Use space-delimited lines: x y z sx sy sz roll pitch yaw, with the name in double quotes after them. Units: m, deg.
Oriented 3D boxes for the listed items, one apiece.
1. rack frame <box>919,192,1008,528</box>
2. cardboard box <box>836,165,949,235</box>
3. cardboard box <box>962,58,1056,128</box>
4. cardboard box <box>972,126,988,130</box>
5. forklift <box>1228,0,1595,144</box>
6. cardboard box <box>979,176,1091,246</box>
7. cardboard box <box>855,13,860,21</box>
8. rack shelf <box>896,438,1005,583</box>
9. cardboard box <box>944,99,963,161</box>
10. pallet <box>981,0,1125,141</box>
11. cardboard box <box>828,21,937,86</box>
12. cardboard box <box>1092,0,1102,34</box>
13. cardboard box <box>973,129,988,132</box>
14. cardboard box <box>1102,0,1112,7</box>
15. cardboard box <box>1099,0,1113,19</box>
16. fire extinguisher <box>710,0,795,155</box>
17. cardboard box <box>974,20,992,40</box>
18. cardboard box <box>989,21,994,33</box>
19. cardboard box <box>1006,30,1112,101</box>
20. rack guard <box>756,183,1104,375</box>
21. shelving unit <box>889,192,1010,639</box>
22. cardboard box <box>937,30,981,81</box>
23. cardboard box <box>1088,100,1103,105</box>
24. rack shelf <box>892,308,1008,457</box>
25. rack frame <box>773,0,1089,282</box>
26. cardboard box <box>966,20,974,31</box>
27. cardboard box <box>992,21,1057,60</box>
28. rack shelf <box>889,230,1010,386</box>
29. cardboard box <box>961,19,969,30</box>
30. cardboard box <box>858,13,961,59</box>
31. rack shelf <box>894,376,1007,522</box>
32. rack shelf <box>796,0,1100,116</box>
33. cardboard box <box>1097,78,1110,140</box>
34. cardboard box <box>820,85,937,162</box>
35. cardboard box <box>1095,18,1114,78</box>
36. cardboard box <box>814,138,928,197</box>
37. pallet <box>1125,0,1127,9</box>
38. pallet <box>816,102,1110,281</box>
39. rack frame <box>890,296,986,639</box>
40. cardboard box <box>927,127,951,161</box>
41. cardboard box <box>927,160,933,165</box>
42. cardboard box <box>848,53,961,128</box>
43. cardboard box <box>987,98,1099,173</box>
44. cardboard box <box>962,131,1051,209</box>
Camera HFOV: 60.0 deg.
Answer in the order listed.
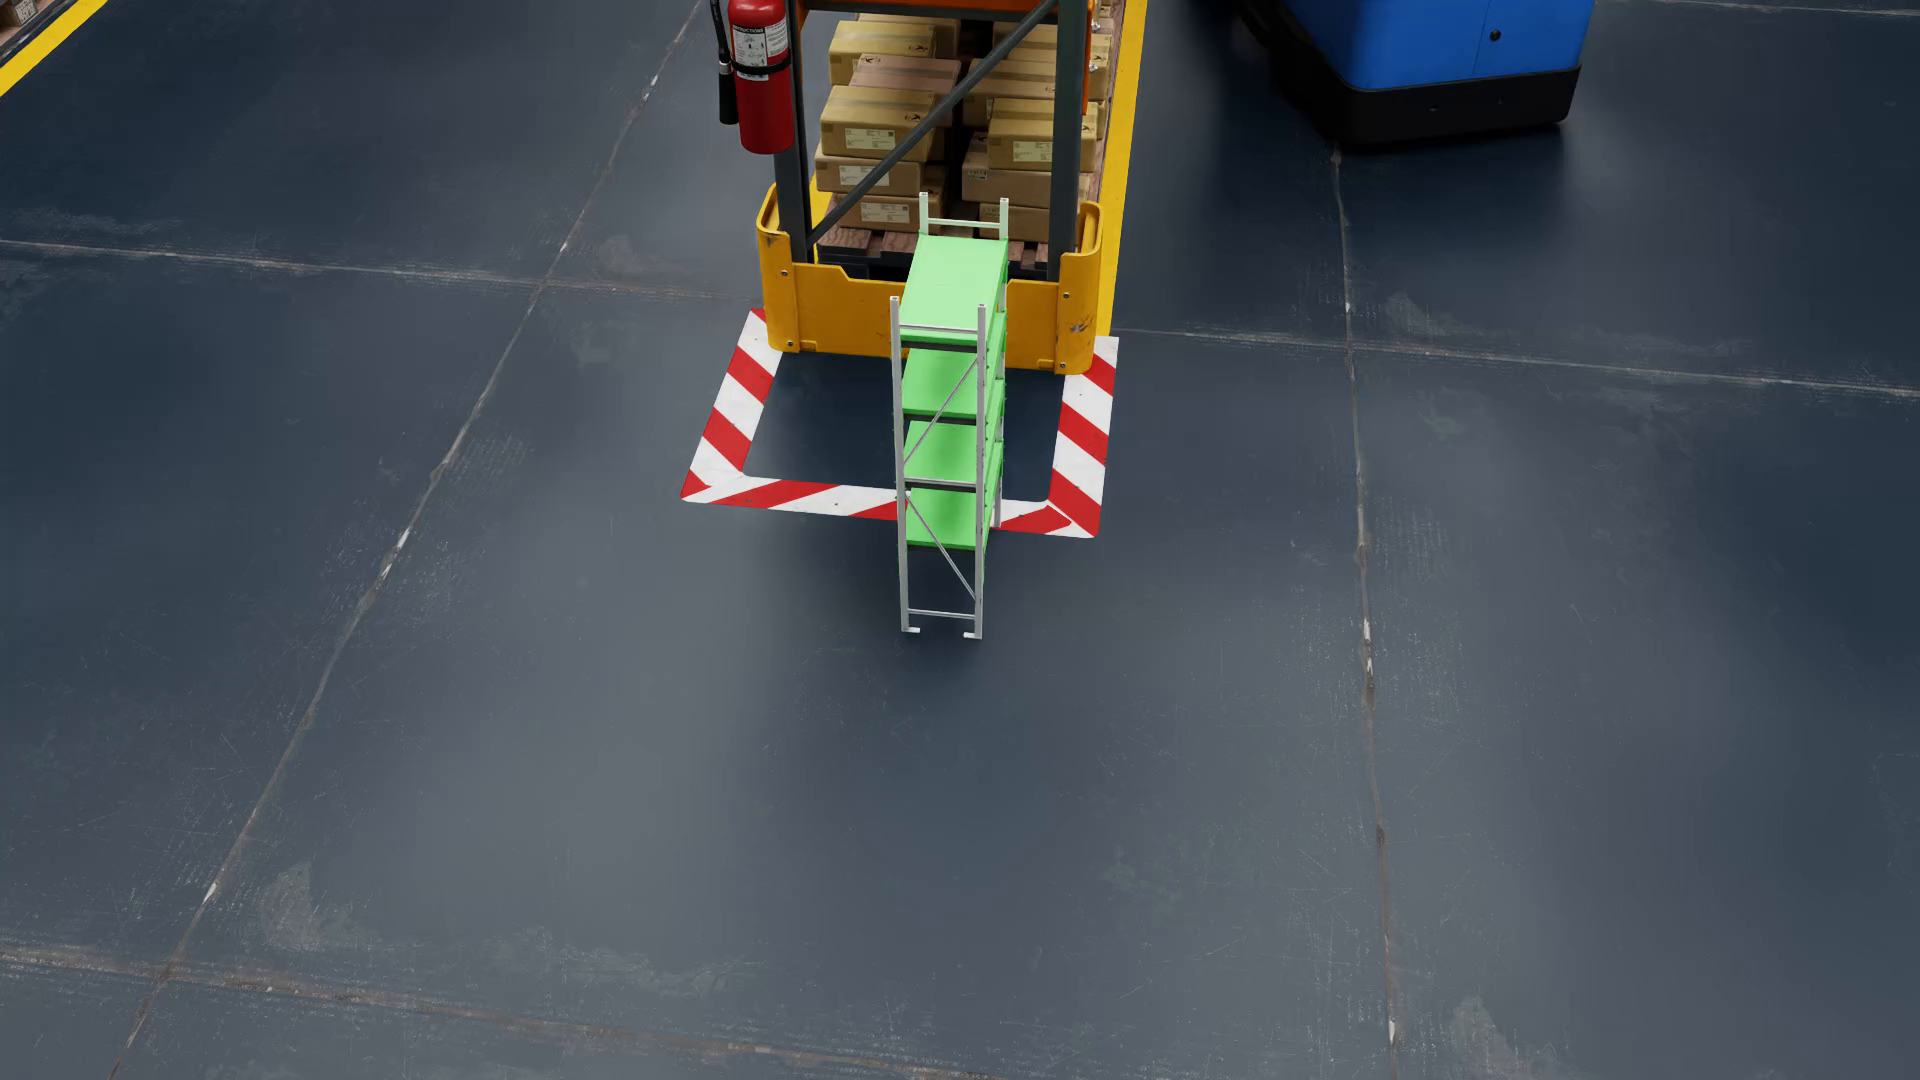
0.010 -0.489 4.894 0.240 1.200 0.015 5 44 6 "rack frame"
-0.247 -1.278 6.186 0.380 0.149 0.250 6 44 6 "cardboard box"
0.214 -1.641 6.137 0.380 0.149 0.250 6 44 6 "cardboard box"
0.251 -1.698 6.414 0.380 0.149 0.250 6 44 6 "cardboard box"
1.780 -3.728 7.055 1.130 2.935 3.031 -8 44 -9 "forklift"
0.277 -1.228 6.134 0.380 0.149 0.250 6 44 6 "cardboard box"
-0.215 -2.213 6.741 0.380 0.149 0.250 7 44 7 "cardboard box"
-0.022 -0.102 4.927 0.258 0.148 0.480 5 44 6 "rack shelf"
-0.193 -1.635 6.563 0.380 0.149 0.250 5 44 5 "cardboard box"
0.207 -2.202 7.422 1.003 0.211 1.213 5 44 6 "pallet"
-0.292 -1.854 6.362 0.380 0.149 0.250 4 44 5 "cardboard box"
0.371 -2.166 6.691 0.380 0.149 0.250 7 44 7 "cardboard box"
0.257 -1.584 6.509 0.380 0.149 0.250 6 44 6 "cardboard box"
0.451 -2.341 6.876 0.380 0.149 0.250 6 44 6 "cardboard box"
0.468 -2.284 7.248 0.380 0.149 0.250 5 44 6 "cardboard box"
-0.600 -1.490 4.969 0.296 0.674 0.183 5 44 6 "fire extinguisher"
-0.038 -2.333 7.301 0.380 0.149 0.250 6 44 7 "cardboard box"
0.328 -2.241 6.987 0.380 0.149 0.250 7 44 8 "cardboard box"
0.374 -1.801 6.306 0.380 0.149 0.250 5 44 5 "cardboard box"
-0.099 -0.927 5.865 1.175 0.500 0.348 5 44 6 "rack guard"
-0.022 -0.323 4.718 0.258 1.200 0.503 5 44 6 "shelving unit"
-0.118 -1.922 6.650 0.380 0.149 0.250 5 44 5 "cardboard box"
0.393 -1.863 6.588 0.380 0.149 0.250 7 44 7 "cardboard box"
-0.022 -0.451 4.597 0.258 0.148 0.480 5 44 6 "rack shelf"
-0.109 -1.783 4.951 1.000 3.000 0.127 5 44 6 "rack frame"
-0.145 -2.168 7.126 0.380 0.149 0.250 6 44 6 "cardboard box"
0.325 -1.978 6.493 0.380 0.149 0.250 3 44 3 "cardboard box"
-0.022 -0.625 4.432 0.258 0.148 0.480 5 44 6 "rack shelf"
-0.148 -2.275 7.023 0.380 0.149 0.250 7 44 8 "cardboard box"
-0.195 -2.025 6.542 0.380 0.149 0.250 4 44 4 "cardboard box"
-0.022 -0.276 4.762 0.258 0.148 0.480 5 44 6 "rack shelf"
0.155 -2.885 6.638 1.077 0.370 4.000 5 44 6 "rack shelf"
0.399 -1.748 6.683 0.380 0.149 0.250 6 44 6 "cardboard box"
-0.291 -1.500 5.988 0.380 0.149 0.250 6 44 6 "cardboard box"
0.457 -2.093 7.046 0.380 0.149 0.250 3 44 3 "cardboard box"
-0.323 -1.394 6.092 0.380 0.149 0.250 4 44 4 "cardboard box"
0.366 -3.036 8.302 1.003 0.211 1.213 5 44 6 "pallet"
0.043 -1.373 6.546 1.003 0.211 1.213 5 44 6 "pallet"
-0.054 -0.156 4.543 0.240 1.200 0.015 5 44 6 "rack frame"
-0.235 -1.567 6.275 0.380 0.149 0.250 4 44 5 "cardboard box"
-0.313 -1.462 6.381 0.380 0.149 0.250 6 44 7 "cardboard box"
-0.201 -1.666 6.163 0.380 0.149 0.250 6 44 6 "cardboard box"
0.297 -1.442 5.927 0.380 0.149 0.250 3 44 4 "cardboard box"
0.214 -1.342 6.037 0.380 0.149 0.250 7 44 7 "cardboard box"
